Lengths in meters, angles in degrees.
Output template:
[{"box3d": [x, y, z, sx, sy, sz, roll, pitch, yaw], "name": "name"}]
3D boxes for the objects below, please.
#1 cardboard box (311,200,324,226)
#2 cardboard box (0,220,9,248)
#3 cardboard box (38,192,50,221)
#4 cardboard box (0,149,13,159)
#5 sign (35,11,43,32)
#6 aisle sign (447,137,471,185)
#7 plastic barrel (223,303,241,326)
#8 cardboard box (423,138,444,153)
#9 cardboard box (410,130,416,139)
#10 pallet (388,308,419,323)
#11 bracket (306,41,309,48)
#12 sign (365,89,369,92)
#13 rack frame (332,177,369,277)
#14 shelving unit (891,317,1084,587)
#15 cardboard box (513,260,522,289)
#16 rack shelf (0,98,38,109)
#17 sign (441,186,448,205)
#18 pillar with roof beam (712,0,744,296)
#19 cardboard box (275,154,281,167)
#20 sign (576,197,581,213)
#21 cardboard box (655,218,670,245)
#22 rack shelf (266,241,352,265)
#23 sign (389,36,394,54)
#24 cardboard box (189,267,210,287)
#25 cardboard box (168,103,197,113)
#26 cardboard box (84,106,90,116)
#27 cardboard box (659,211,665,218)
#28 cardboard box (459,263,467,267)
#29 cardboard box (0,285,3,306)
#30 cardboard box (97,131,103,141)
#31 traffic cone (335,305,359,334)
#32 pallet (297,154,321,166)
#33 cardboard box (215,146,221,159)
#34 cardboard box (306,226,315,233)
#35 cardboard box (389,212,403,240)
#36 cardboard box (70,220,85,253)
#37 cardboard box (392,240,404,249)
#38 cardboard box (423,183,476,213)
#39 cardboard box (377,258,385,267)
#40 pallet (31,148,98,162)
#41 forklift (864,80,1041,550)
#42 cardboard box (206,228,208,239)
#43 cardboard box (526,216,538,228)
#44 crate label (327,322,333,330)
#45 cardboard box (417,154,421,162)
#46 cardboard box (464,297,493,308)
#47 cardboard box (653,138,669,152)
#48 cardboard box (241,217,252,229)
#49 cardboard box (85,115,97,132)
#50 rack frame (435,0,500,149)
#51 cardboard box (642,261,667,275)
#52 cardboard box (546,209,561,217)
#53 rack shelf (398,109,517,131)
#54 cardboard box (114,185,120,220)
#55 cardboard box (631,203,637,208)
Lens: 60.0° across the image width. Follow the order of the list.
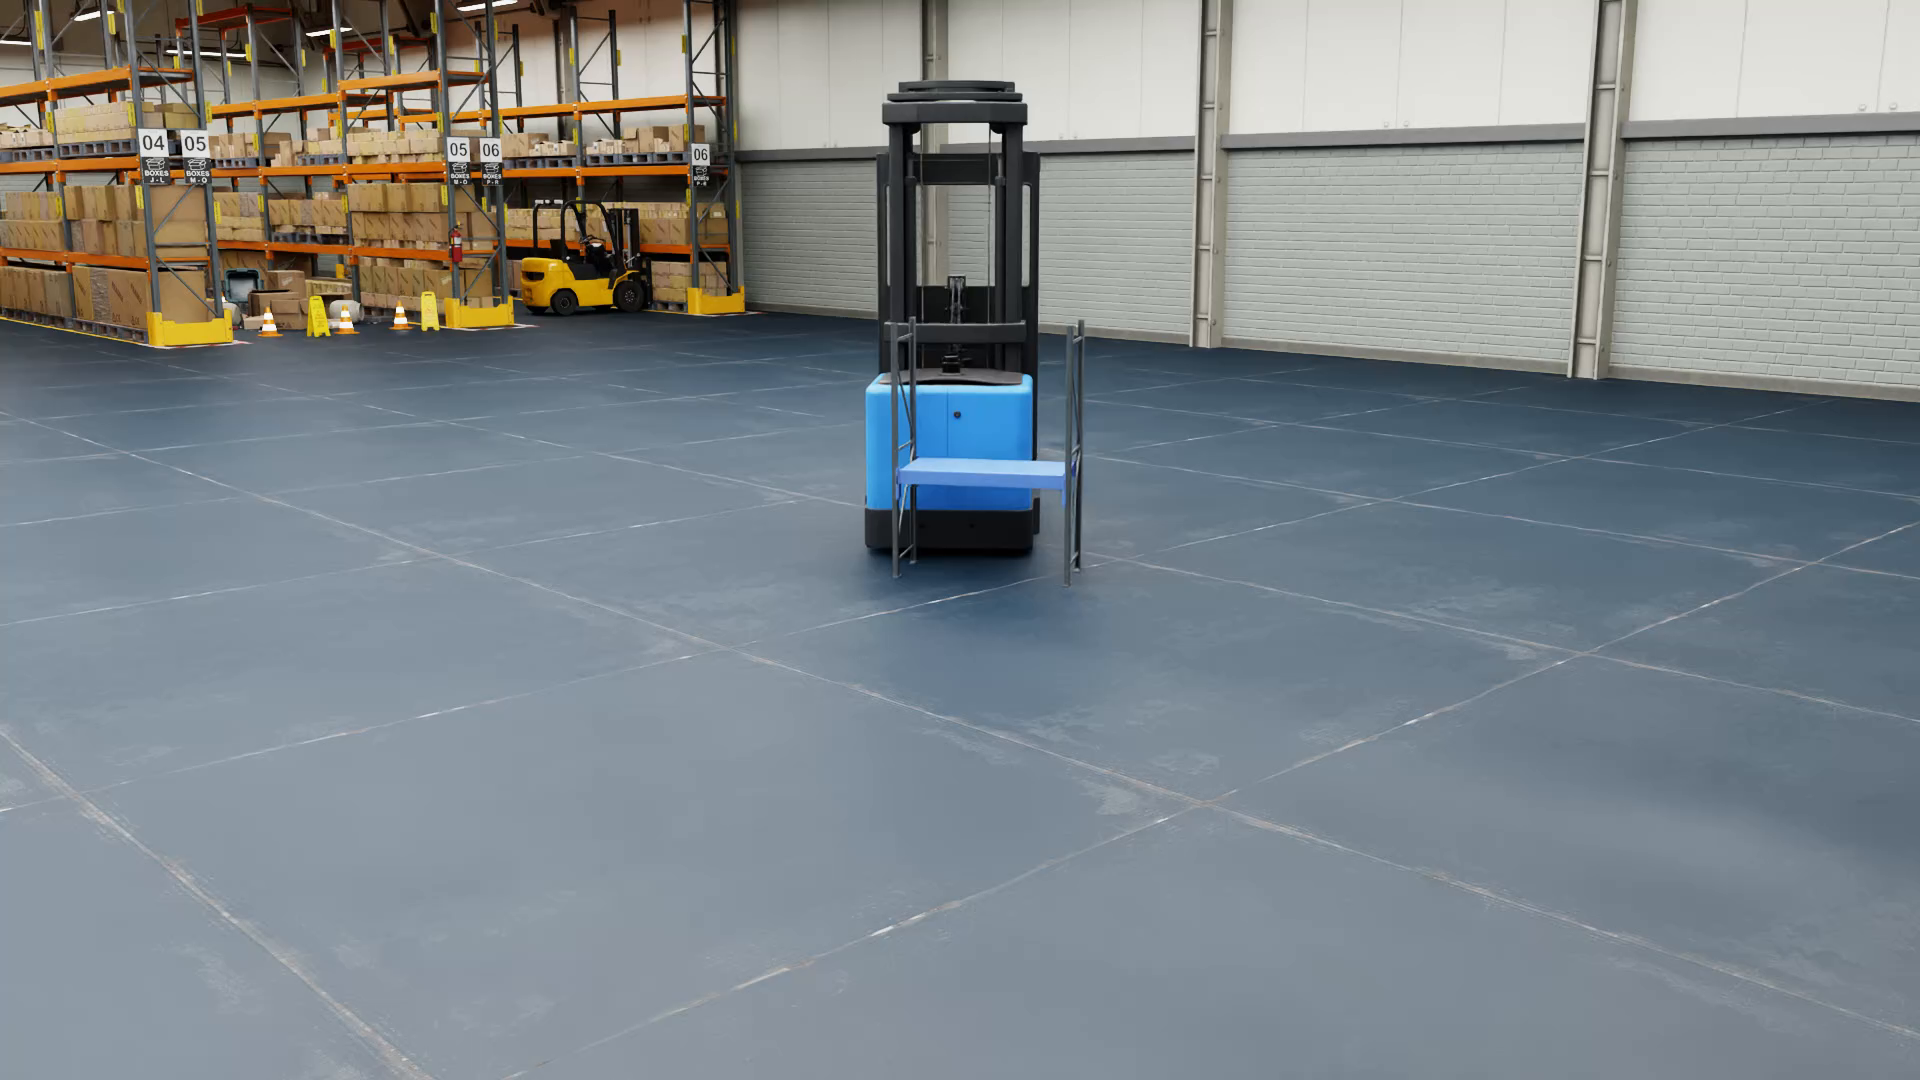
[{"box3d": [-12.287, -6.378, 32.410, 0.500, 0.500, 0.500, -10, 15, -41], "name": "cardboard box"}, {"box3d": [-17.265, -5.619, 30.504, 0.500, 0.500, 0.500, -11, 16, -42], "name": "cardboard box"}, {"box3d": [-15.670, -5.848, 29.139, 0.700, 0.500, 0.500, -11, 16, -42], "name": "cardboard box"}, {"box3d": [-17.958, -7.239, 30.935, 0.500, 0.500, 0.500, -11, 16, -43], "name": "cardboard box"}, {"box3d": [-15.002, -8.447, 27.098, 0.100, 0.325, 0.005, -11, 16, -43], "name": "sign"}, {"box3d": [-8.512, -6.434, 28.265, 0.394, 0.787, 0.004, -11, 16, -43], "name": "aisle sign"}, {"box3d": [-12.725, -3.876, 28.675, 0.512, 0.421, 0.421, -1, 12, -4], "name": "plastic barrel"}, {"box3d": [-8.893, -6.789, 28.630, 0.500, 0.250, 0.500, -11, 16, -43], "name": "cardboard box"}, {"box3d": [-9.433, -7.114, 29.219, 0.380, 0.149, 0.250, -11, 16, -43], "name": "cardboard box"}, {"box3d": [-9.771, -4.157, 30.566, 1.003, 0.211, 1.213, -11, 16, -43], "name": "pallet"}, {"box3d": [-17.560, -13.469, 45.066, 0.235, 0.232, 0.430, -11, 16, -43], "name": "bracket"}, {"box3d": [-15.391, -11.785, 43.107, 0.100, 0.325, 0.005, -11, 16, -43], "name": "sign"}, {"box3d": [-15.807, -8.238, 43.461, 1.000, 3.000, 0.127, -11, 16, -43], "name": "rack frame"}, {"box3d": [0.166, -0.533, 9.780, 1.048, 1.500, 0.538, 2, 12, 12], "name": "shelving unit"}, {"box3d": [-9.404, -5.925, 37.083, 0.875, 0.625, 0.625, -10, 15, -41], "name": "cardboard box"}, {"box3d": [-18.761, -8.355, 31.939, 1.077, 0.370, 4.000, -11, 16, -43], "name": "rack shelf"}, {"box3d": [-8.760, -5.858, 28.257, 0.100, 0.325, 0.005, -11, 16, -43], "name": "sign"}, {"box3d": [-7.700, -8.468, 29.713, 9.100, 9.000, 0.400, -11, 16, -43], "name": "pillar with roof beam"}, {"box3d": [-13.599, -7.674, 33.626, 0.396, 0.266, 0.258, -11, 16, -43], "name": "cardboard box"}, {"box3d": [-7.905, -6.938, 34.478, 0.100, 0.325, 0.005, -11, 16, -43], "name": "sign"}, {"box3d": [-5.639, -6.064, 32.662, 0.500, 0.500, 0.500, -10, 15, -41], "name": "cardboard box"}, {"box3d": [-12.488, -5.734, 33.090, 1.077, 0.370, 4.000, -11, 16, -43], "name": "rack shelf"}, {"box3d": [-10.702, -9.302, 31.247, 0.100, 0.325, 0.005, -11, 16, -43], "name": "sign"}, {"box3d": [-16.988, -6.019, 38.001, 0.875, 0.438, 0.875, -11, 16, -43], "name": "cardboard box"}, {"box3d": [-11.855, -6.590, 25.389, 0.380, 0.149, 0.250, -11, 16, -42], "name": "cardboard box"}, {"box3d": [-13.561, -6.758, 26.206, 0.380, 0.149, 0.250, -11, 16, -43], "name": "cardboard box"}, {"box3d": [-5.695, -6.398, 32.677, 0.380, 0.149, 0.250, -11, 16, -43], "name": "cardboard box"}, {"box3d": [-11.431, -6.234, 38.889, 0.500, 0.500, 0.500, -10, 15, -40], "name": "cardboard box"}, {"box3d": [-18.023, -4.714, 31.514, 0.500, 0.500, 0.500, -11, 16, -43], "name": "cardboard box"}, {"box3d": [-13.207, -6.293, 25.925, 0.380, 0.149, 0.250, -11, 16, -42], "name": "cardboard box"}, {"box3d": [-10.143, -3.646, 27.464, 0.336, 0.463, 0.334, -11, 16, -43], "name": "traffic cone"}, {"box3d": [-12.175, -7.427, 32.559, 1.213, 0.211, 1.003, -11, 16, -43], "name": "pallet"}, {"box3d": [-15.623, -8.255, 35.405, 0.396, 0.266, 0.258, -9, 15, -38], "name": "cardboard box"}, {"box3d": [-12.698, -6.144, 32.884, 0.380, 0.149, 0.250, -10, 15, -41], "name": "cardboard box"}, {"box3d": [-9.941, -5.670, 30.012, 0.500, 0.500, 0.500, -11, 16, -42], "name": "cardboard box"}, {"box3d": [-14.354, -5.111, 27.913, 0.875, 0.550, 0.550, -11, 16, -43], "name": "cardboard box"}, {"box3d": [-10.051, -5.359, 30.114, 0.380, 0.149, 0.250, -11, 16, -43], "name": "cardboard box"}, {"box3d": [-8.855, -5.939, 28.841, 0.500, 0.500, 0.700, 11, 16, 44], "name": "cardboard box"}, {"box3d": [-10.496, -5.113, 30.602, 0.380, 0.149, 0.250, -10, 15, -40], "name": "cardboard box"}, {"box3d": [-15.286, -6.592, 28.514, 1.217, 0.209, 0.805, 11, 16, 43], "name": "pallet"}, {"box3d": [0.002, -1.618, 11.503, 1.130, 2.935, 3.031, 1, 12, 3], "name": "forklift"}, {"box3d": [-16.160, -6.712, 36.427, 0.500, 0.250, 0.500, 11, 16, 44], "name": "cardboard box"}, {"box3d": [-9.088, -6.919, 36.196, 0.500, 0.250, 0.500, -11, 16, -42], "name": "cardboard box"}, {"box3d": [-10.730, -3.593, 28.012, 0.298, 0.136, 0.250, 3, 12, 16], "name": "crate label"}, {"box3d": [-9.275, -6.691, 29.143, 0.380, 0.149, 0.250, -11, 16, -42], "name": "cardboard box"}, {"box3d": [-8.702, -4.226, 29.761, 0.500, 0.250, 0.500, -11, 16, -43], "name": "cardboard box"}, {"box3d": [-5.724, -7.676, 32.347, 0.396, 0.266, 0.258, -11, 16, -42], "name": "cardboard box"}, {"box3d": [-14.744, -6.659, 34.931, 0.500, 0.250, 0.500, 11, 16, 44], "name": "cardboard box"}, {"box3d": [-13.434, -6.554, 26.204, 0.500, 0.250, 0.500, -11, 16, -42], "name": "cardboard box"}, {"box3d": [-8.345, -8.149, 28.162, 1.000, 3.000, 0.127, -11, 16, -43], "name": "rack frame"}, {"box3d": [-6.013, -5.421, 33.085, 0.500, 0.250, 0.500, -11, 16, -42], "name": "cardboard box"}, {"box3d": [-8.651, -7.017, 35.681, 0.250, 0.149, 0.380, 11, 16, 44], "name": "cardboard box"}, {"box3d": [-11.663, -9.752, 38.719, 1.077, 0.370, 4.000, -11, 16, -43], "name": "rack shelf"}, {"box3d": [-12.818, -5.336, 26.328, 0.875, 0.550, 0.550, -11, 16, -43], "name": "cardboard box"}, {"box3d": [-6.382, -6.700, 33.405, 0.380, 0.149, 0.250, -11, 16, -42], "name": "cardboard box"}]
